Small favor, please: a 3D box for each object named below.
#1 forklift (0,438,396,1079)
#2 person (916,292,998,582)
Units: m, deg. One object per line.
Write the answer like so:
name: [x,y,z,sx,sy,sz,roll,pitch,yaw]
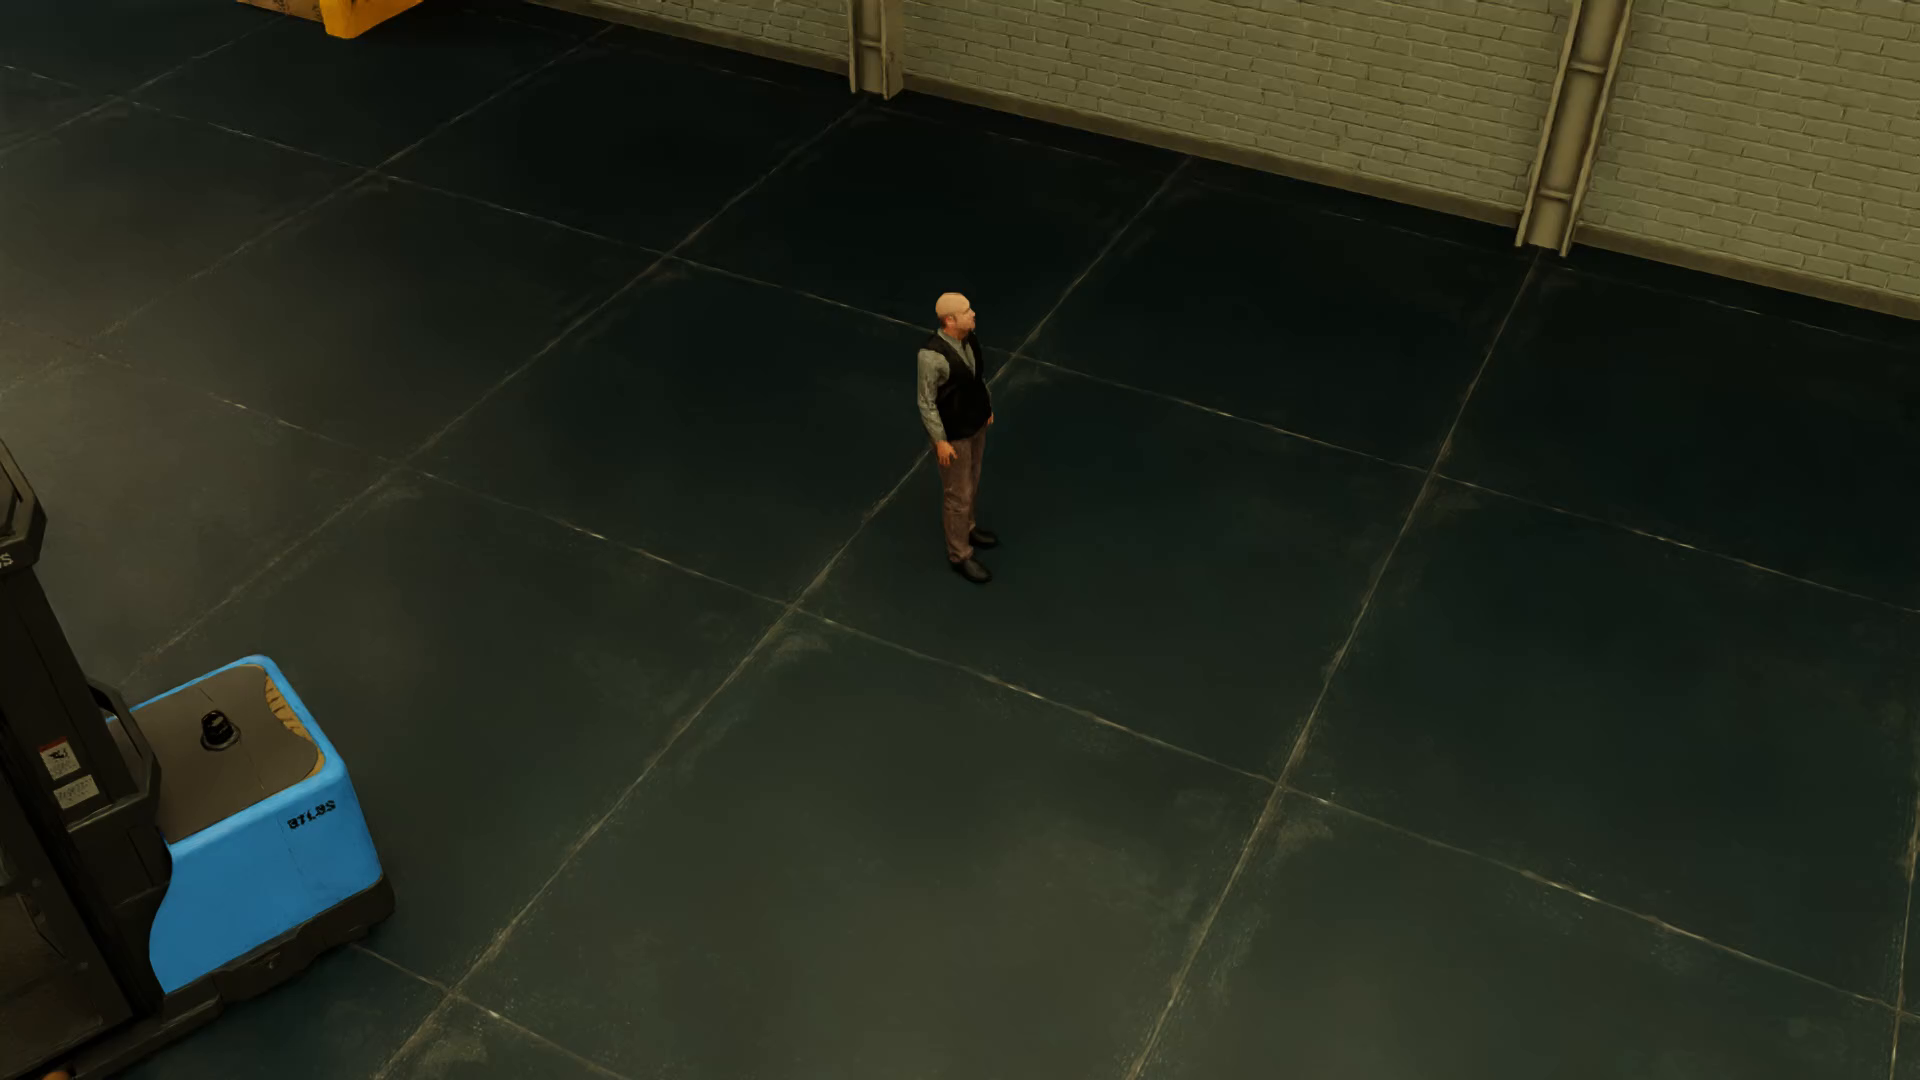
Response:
forklift: [-4.199,1.062,6.725,3.031,2.935,1.130,-27,47,-29]
person: [0.052,-0.641,9.675,0.567,1.720,0.632,18,43,21]
